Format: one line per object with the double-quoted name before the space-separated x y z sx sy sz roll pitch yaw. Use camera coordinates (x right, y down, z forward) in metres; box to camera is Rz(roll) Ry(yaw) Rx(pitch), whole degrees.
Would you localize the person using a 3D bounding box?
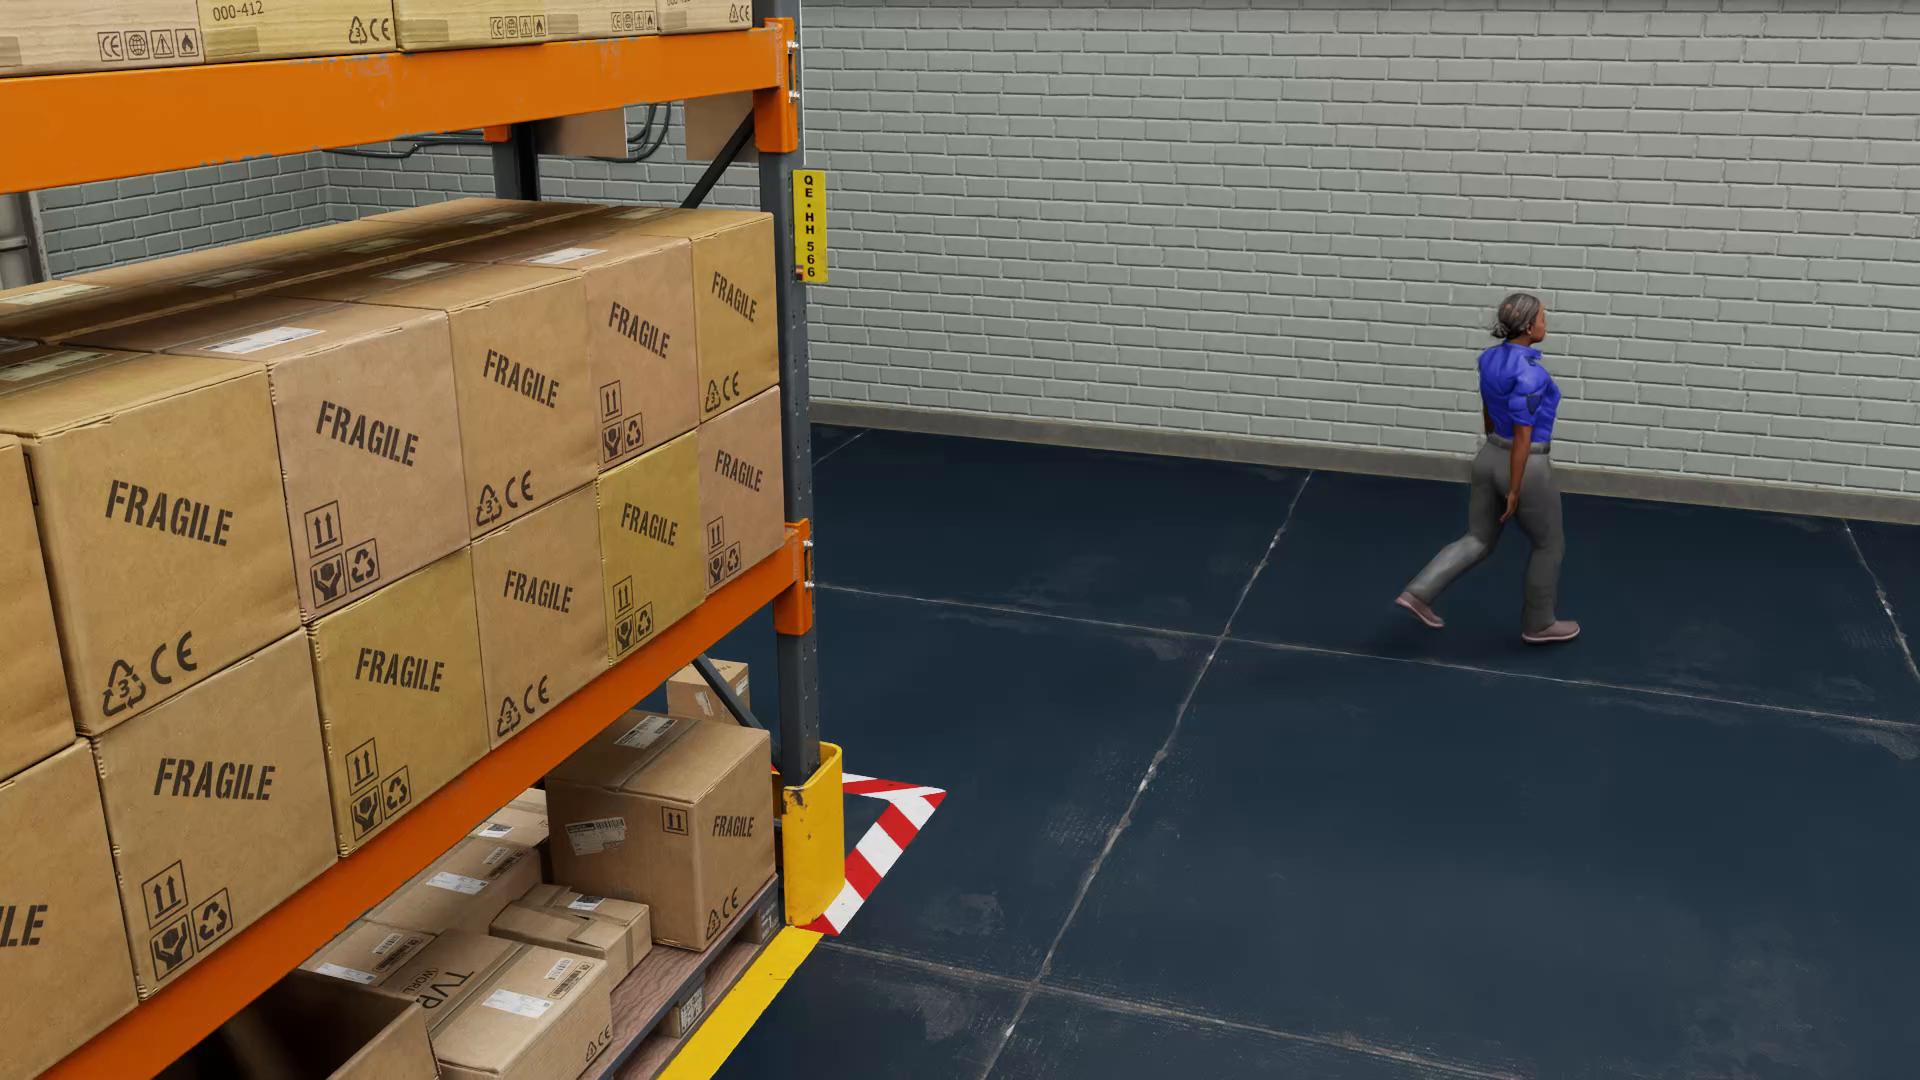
"person" 2.440 -0.307 7.455 0.886 1.616 0.443 -6 20 -18
